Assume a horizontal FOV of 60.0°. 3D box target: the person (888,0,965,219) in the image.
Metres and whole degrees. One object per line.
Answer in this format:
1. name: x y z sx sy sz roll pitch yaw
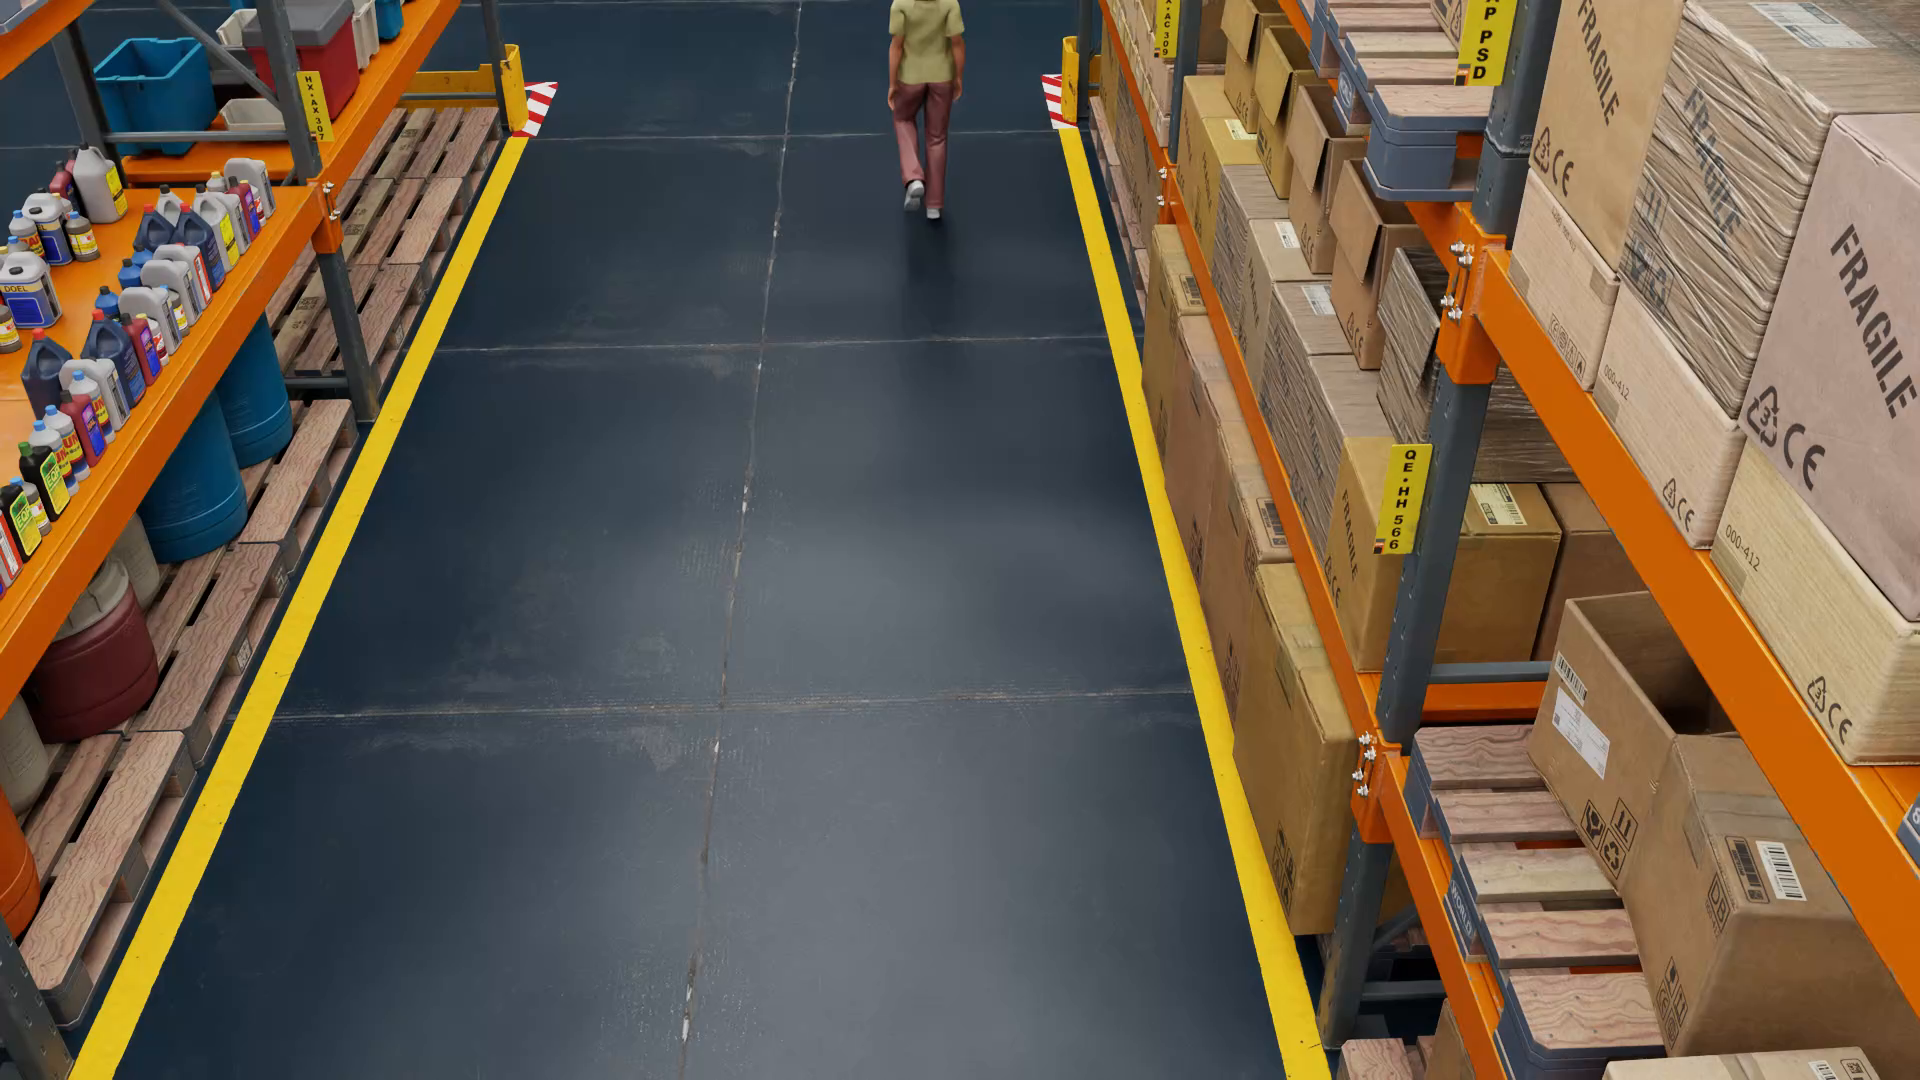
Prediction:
1. person: -0.204 -2.763 10.003 0.466 1.666 0.486 -1 35 -2
